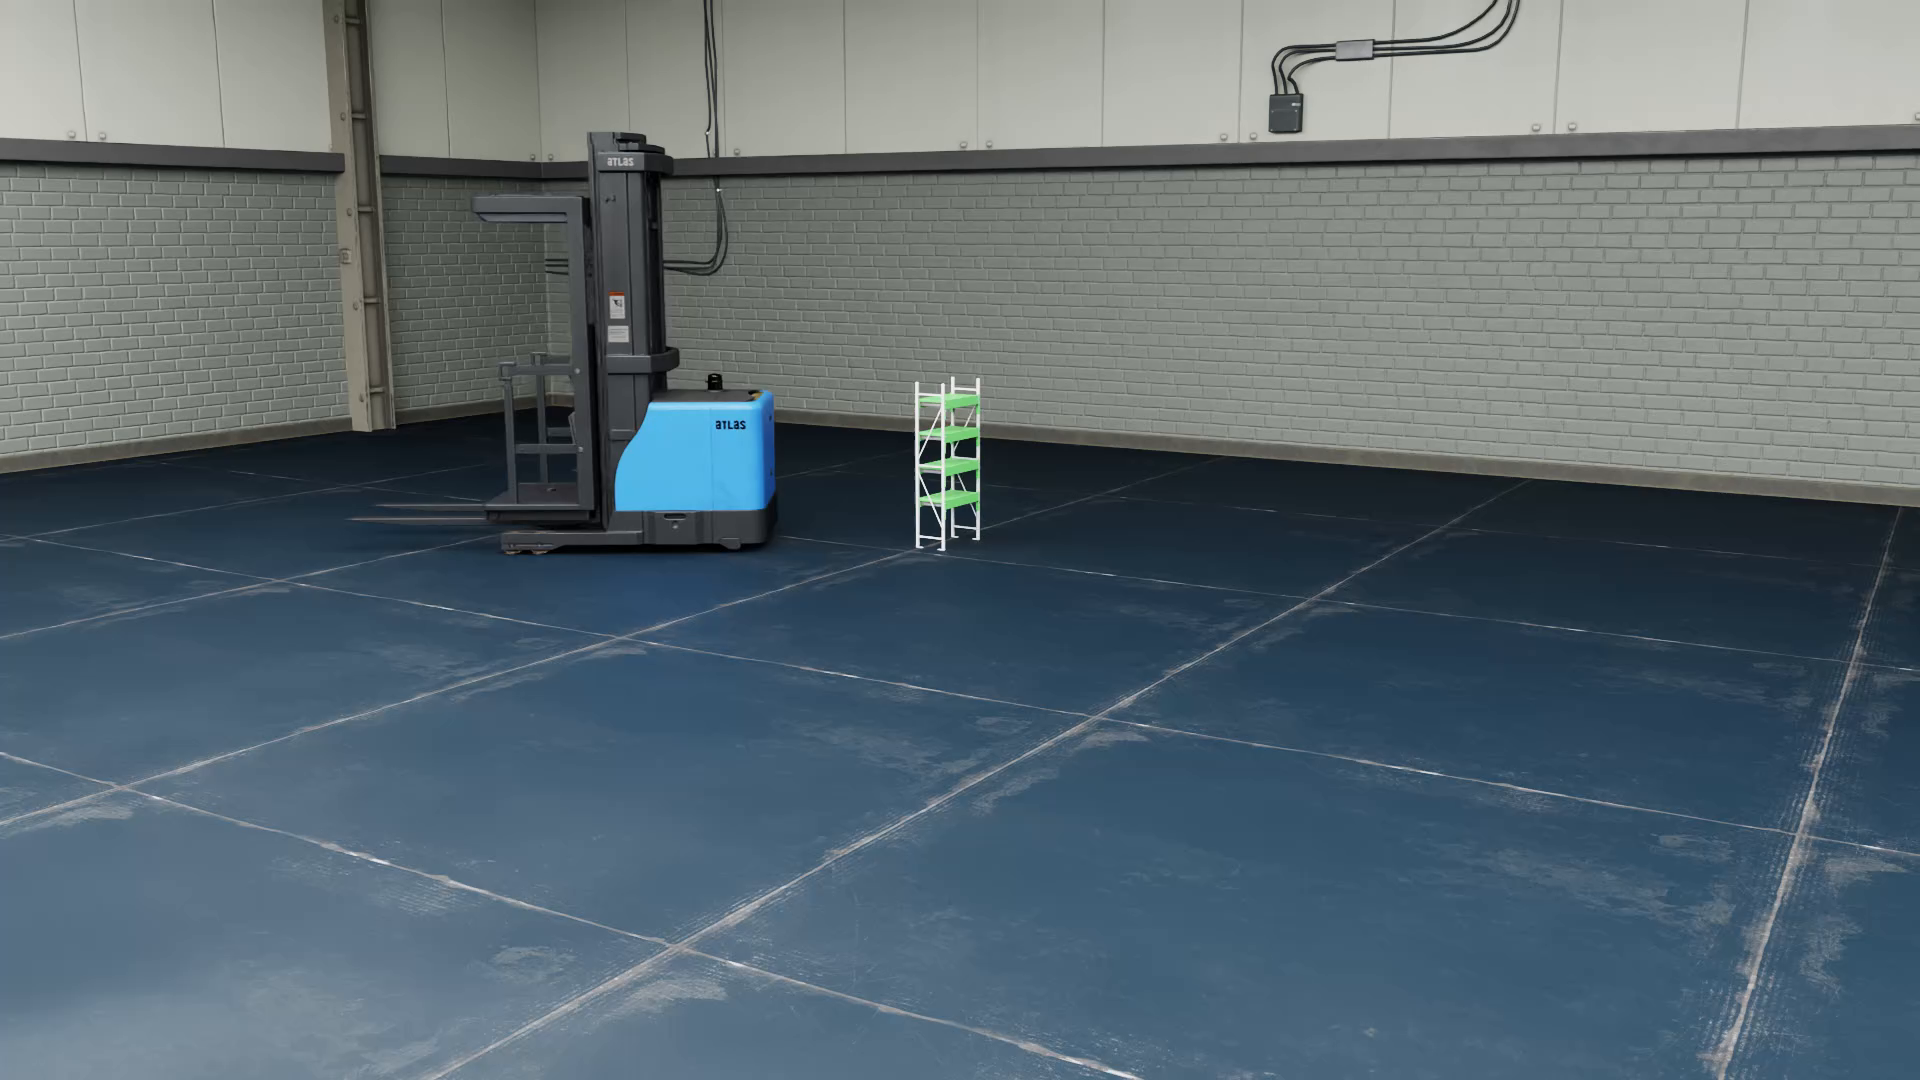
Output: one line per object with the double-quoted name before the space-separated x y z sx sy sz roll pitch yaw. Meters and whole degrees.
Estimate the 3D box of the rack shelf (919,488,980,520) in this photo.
"rack shelf" -0.086 -0.265 12.175 0.258 0.148 0.480 6 12 31

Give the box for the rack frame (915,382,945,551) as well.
"rack frame" -0.213 -0.525 11.914 0.240 1.200 0.015 6 12 31

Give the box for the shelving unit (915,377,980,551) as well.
"shelving unit" -0.086 -0.564 12.119 0.258 1.200 0.503 6 12 31

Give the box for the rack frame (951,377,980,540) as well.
"rack frame" 0.041 -0.602 12.324 0.240 1.200 0.015 6 12 31

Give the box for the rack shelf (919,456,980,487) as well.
"rack shelf" -0.086 -0.501 12.131 0.258 0.148 0.480 6 12 31

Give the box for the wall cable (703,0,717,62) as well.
"wall cable" -1.801 -6.738 18.621 3.097 2.526 0.112 6 12 31

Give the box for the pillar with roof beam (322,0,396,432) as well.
"pillar with roof beam" -3.093 -5.292 16.184 9.100 9.000 0.400 6 12 31

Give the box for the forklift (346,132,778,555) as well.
"forklift" -2.905 -1.435 12.070 3.031 2.935 1.130 0 11 -1

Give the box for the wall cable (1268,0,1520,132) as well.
"wall cable" 3.993 -6.803 15.010 2.305 6.003 0.169 6 12 31

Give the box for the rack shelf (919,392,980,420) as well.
"rack shelf" -0.086 -0.973 12.043 0.258 0.148 0.480 6 12 31

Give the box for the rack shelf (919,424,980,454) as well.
"rack shelf" -0.086 -0.737 12.087 0.258 0.148 0.480 6 12 31

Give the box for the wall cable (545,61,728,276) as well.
"wall cable" -4.113 -4.514 20.466 3.097 2.526 0.112 6 12 31
